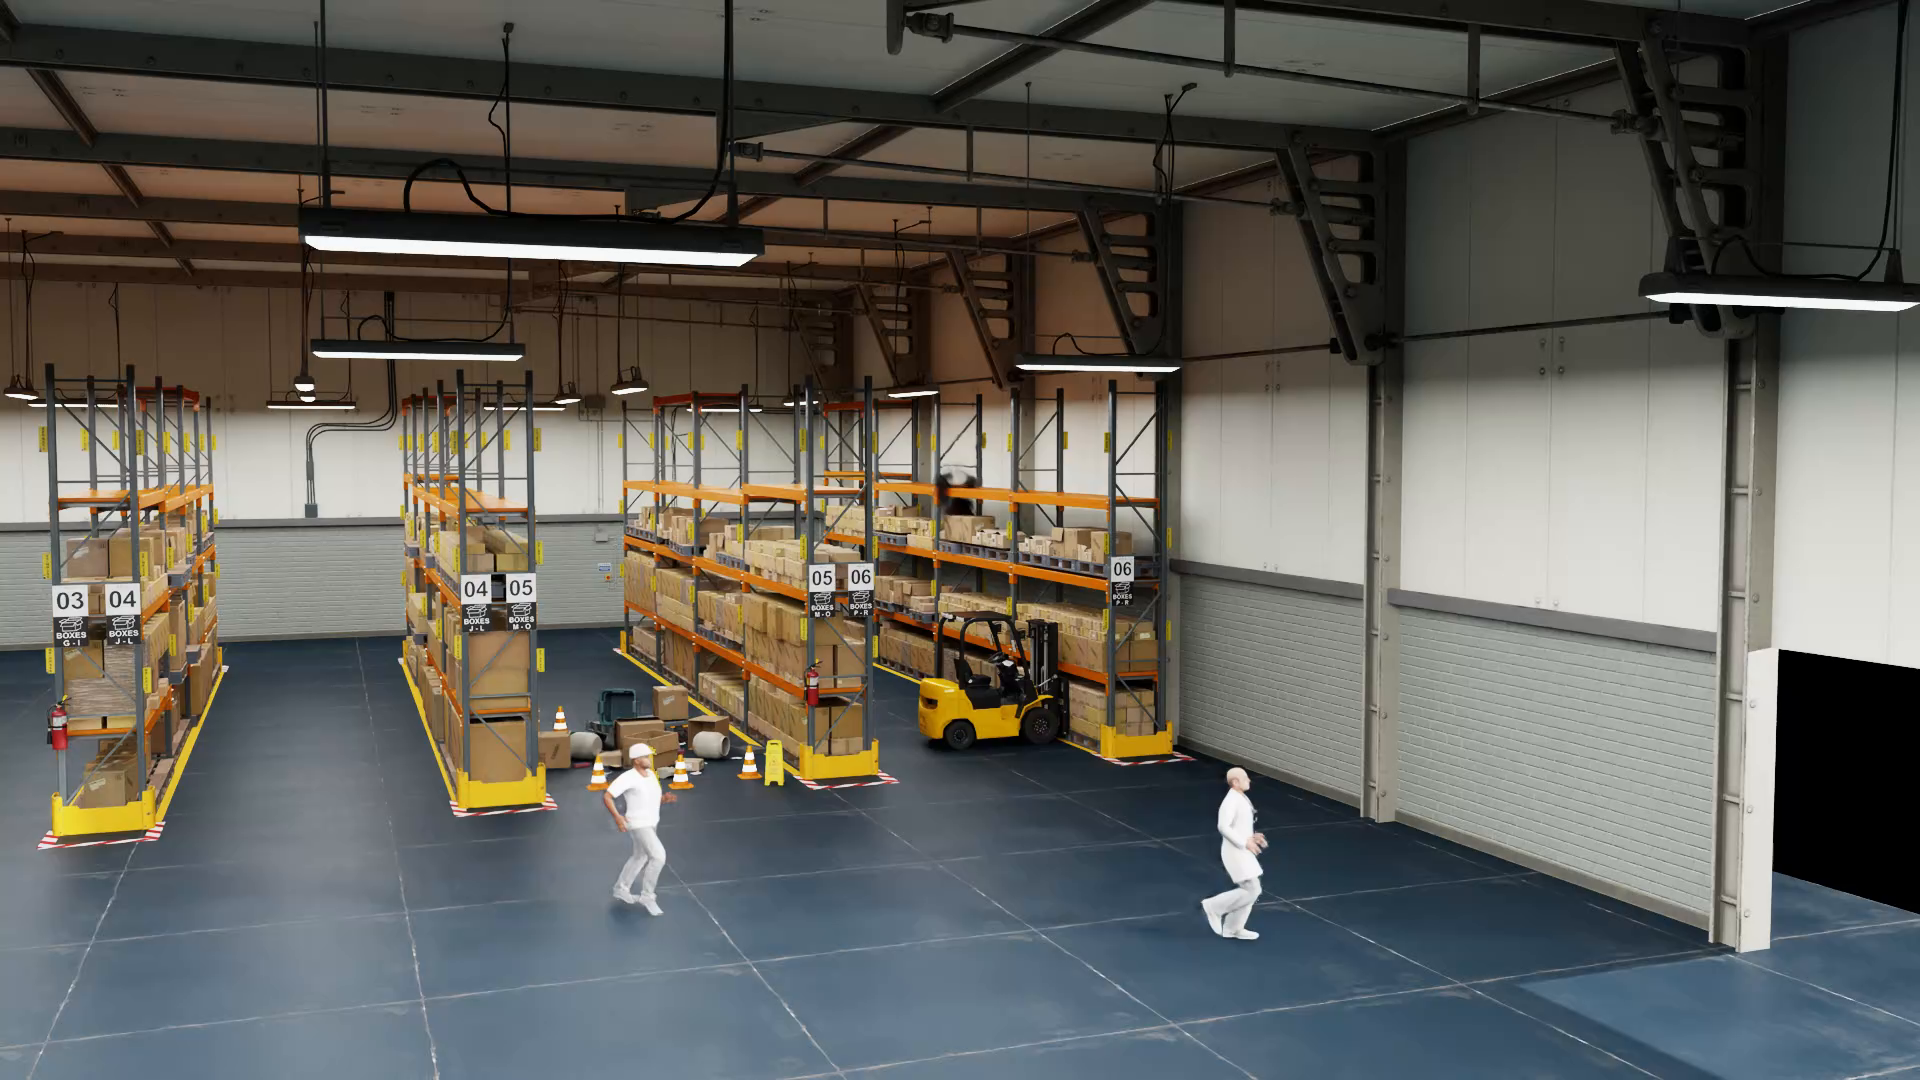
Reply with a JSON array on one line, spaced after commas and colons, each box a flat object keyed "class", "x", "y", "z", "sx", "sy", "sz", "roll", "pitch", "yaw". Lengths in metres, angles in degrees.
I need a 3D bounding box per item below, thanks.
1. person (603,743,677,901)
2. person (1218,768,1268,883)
[{"class": "person", "x": -3.390, "y": 2.995, "z": 17.766, "sx": 0.757, "sy": 1.646, "sz": 0.670, "roll": 1, "pitch": 3, "yaw": 14}, {"class": "person", "x": 2.851, "y": 2.860, "z": 16.708, "sx": 0.471, "sy": 1.142, "sz": 0.690, "roll": 1, "pitch": 3, "yaw": 14}]
